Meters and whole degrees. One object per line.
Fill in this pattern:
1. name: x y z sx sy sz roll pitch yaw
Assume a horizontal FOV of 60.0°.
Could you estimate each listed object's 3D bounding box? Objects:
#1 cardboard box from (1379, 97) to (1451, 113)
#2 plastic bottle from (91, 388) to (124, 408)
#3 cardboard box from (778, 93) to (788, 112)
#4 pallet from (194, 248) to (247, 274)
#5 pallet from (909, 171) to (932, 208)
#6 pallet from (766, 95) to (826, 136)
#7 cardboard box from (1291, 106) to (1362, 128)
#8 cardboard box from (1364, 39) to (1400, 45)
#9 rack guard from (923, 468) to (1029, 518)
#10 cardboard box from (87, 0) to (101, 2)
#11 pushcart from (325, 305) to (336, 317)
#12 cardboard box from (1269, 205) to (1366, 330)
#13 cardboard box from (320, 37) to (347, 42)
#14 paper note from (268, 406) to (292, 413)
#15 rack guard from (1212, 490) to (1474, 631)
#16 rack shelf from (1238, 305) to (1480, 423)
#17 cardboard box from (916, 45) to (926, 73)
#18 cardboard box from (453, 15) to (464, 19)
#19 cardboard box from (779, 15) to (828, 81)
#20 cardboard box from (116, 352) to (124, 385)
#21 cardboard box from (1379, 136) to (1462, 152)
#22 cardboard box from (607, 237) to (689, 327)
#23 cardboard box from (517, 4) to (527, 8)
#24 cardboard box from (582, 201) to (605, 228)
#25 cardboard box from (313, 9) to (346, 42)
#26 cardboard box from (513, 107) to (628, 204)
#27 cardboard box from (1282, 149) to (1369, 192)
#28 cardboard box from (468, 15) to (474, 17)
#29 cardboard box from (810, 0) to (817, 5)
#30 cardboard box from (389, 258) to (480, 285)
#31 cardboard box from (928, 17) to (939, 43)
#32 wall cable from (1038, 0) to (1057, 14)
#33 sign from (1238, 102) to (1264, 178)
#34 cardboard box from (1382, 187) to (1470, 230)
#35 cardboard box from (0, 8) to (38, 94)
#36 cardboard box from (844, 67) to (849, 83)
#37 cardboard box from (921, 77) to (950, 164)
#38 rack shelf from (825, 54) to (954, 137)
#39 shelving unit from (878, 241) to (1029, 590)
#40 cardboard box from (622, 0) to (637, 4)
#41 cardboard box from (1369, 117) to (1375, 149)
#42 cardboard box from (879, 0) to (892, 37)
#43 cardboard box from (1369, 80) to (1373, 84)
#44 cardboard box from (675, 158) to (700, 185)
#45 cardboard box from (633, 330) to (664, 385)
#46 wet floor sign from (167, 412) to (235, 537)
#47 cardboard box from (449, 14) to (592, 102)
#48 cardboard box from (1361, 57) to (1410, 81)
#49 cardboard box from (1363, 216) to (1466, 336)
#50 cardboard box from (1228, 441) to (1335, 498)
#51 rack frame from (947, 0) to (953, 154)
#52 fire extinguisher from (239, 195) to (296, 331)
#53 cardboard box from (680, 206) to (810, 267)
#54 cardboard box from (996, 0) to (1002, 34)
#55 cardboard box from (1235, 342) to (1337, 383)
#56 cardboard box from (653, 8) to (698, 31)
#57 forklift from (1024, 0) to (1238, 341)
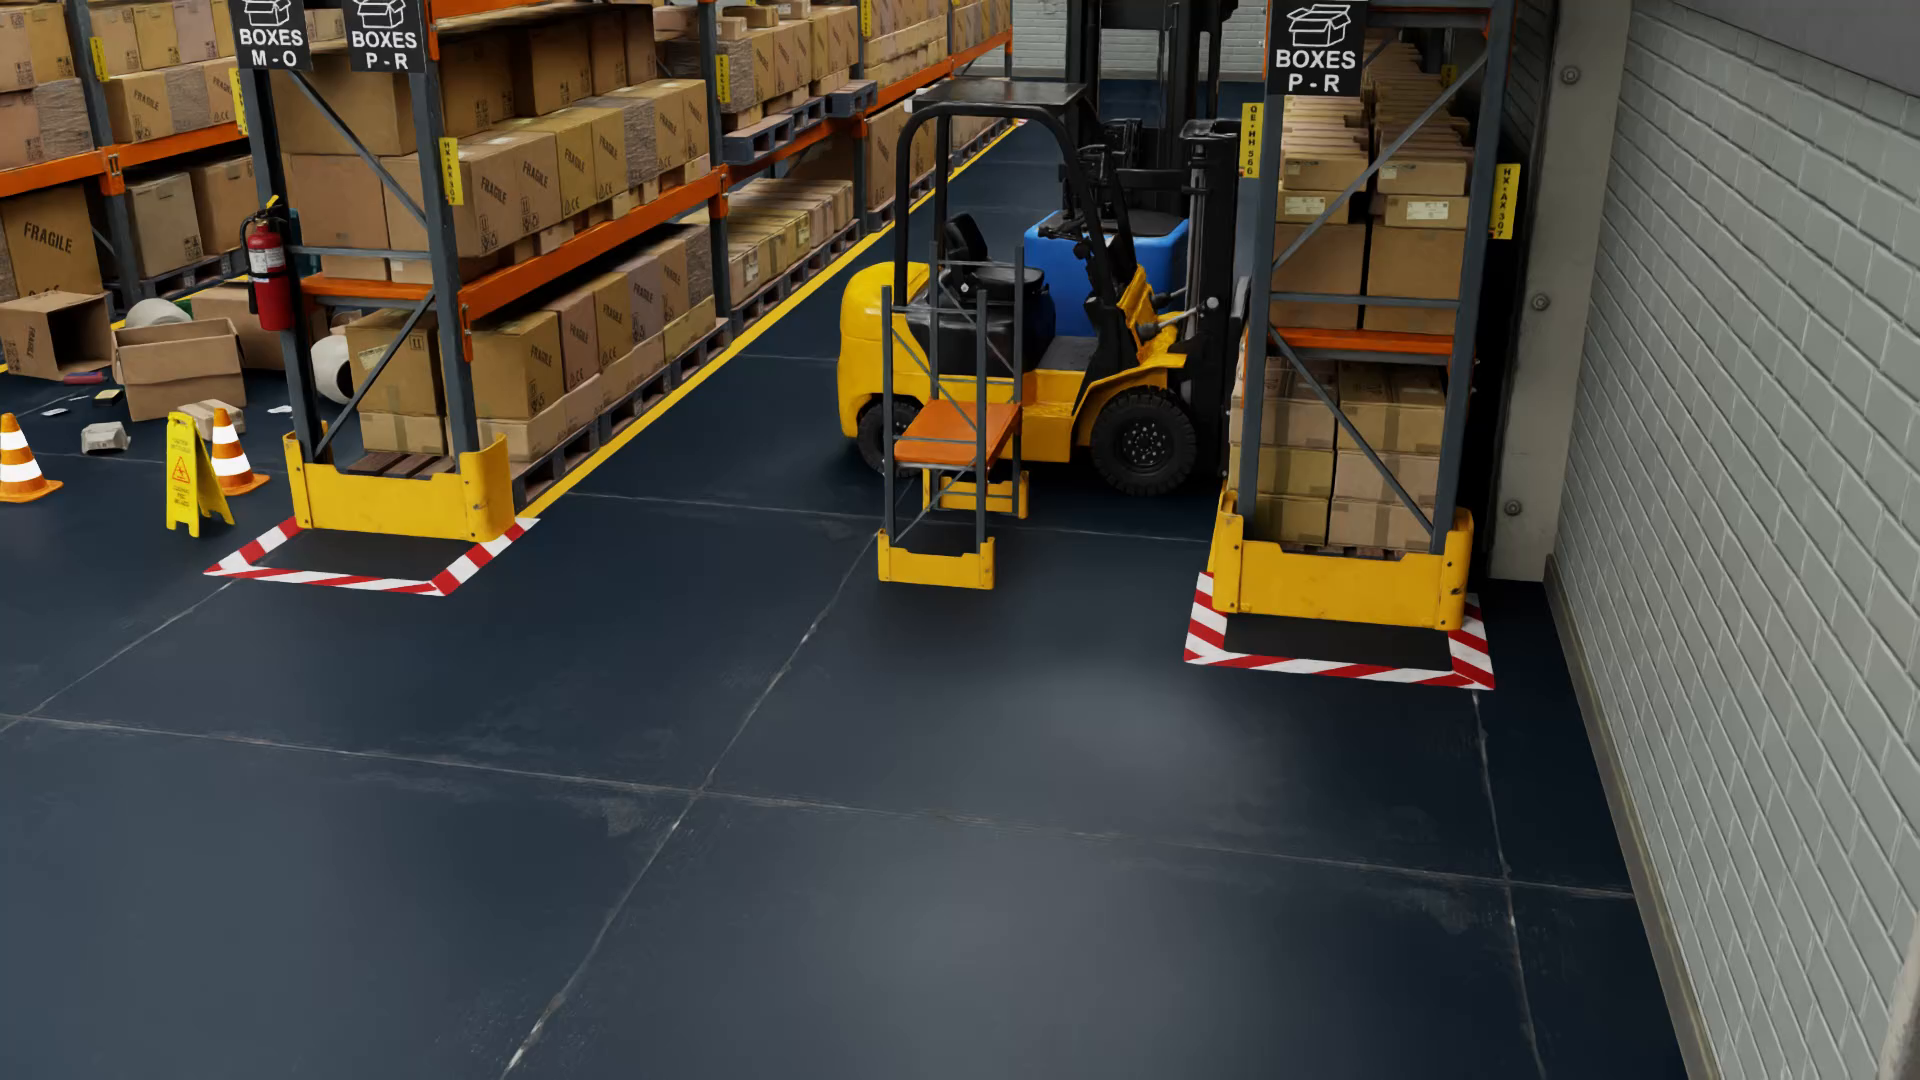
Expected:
1. cardboard box: 2.576 -2.419 9.444 0.380 0.149 0.250 4 22 10
2. plastic bottle: -5.708 -0.960 11.155 0.133 0.061 0.283 -3 22 -8
3. cardboard box: -1.612 -3.554 13.437 0.380 0.149 0.250 5 22 11
4. pallet: -6.758 -2.699 15.272 1.003 0.211 1.213 4 22 11
5. pallet: -0.920 -3.813 18.039 1.003 0.211 1.213 4 22 11
6. pallet: -1.770 -3.563 13.943 1.003 0.211 1.213 4 22 11
7. cardboard box: 1.996 -2.270 9.075 0.380 0.149 0.250 5 22 12
8. cardboard box: 3.586 -4.215 14.302 0.380 0.149 0.250 5 23 13
9. rack guard: 0.086 -0.270 9.190 0.587 0.250 0.087 4 22 11
10. cardboard box: -10.565 -6.625 19.811 0.797 0.503 0.637 5 22 12
11. pushcart: -4.464 -1.856 12.956 1.648 0.377 0.936 -3 22 -8
12. cardboard box: 1.665 -1.323 7.989 0.500 0.500 0.500 4 22 10
13. cardboard box: -6.101 -4.581 16.079 0.500 0.500 0.500 4 22 11
14. paper note: -4.474 -0.868 10.982 0.148 0.019 0.142 13 25 29
15. rack guard: 1.817 0.092 7.956 1.175 0.500 0.348 4 22 11
16. rack shelf: 2.230 -1.474 9.462 1.077 0.370 4.000 4 22 11
17. cardboard box: -0.661 -5.220 18.001 0.500 0.250 0.500 4 22 9
18. cardboard box: -5.667 -5.800 18.217 0.380 0.149 0.250 4 22 10
19. cardboard box: -1.423 -4.196 14.164 0.500 0.500 0.500 3 22 7
20. cardboard box: -5.636 -1.220 11.526 0.396 0.266 0.258 8 23 20
21. cardboard box: 2.226 -1.859 8.054 0.380 0.149 0.250 5 22 12
22. cardboard box: -2.182 -1.761 11.325 0.500 0.500 0.500 5 22 12
23. cardboard box: -5.347 -6.375 19.645 0.380 0.149 0.250 5 23 13
24. cardboard box: -2.401 -2.012 10.169 0.380 0.149 0.250 4 22 9
25. cardboard box: -6.374 -5.066 15.946 0.700 0.500 0.500 4 22 11
26. cardboard box: -2.369 -2.353 10.148 0.500 0.500 0.500 4 22 10
27. cardboard box: 1.688 -1.709 7.681 0.380 0.149 0.250 5 22 11
28. cardboard box: -5.609 -5.756 18.506 0.380 0.149 0.250 5 22 11
29. cardboard box: -1.556 -5.099 16.026 0.500 0.500 0.500 4 22 9
30. cardboard box: -2.766 -1.445 8.764 0.380 0.149 0.250 5 22 11
31. cardboard box: -0.536 -5.641 18.377 0.500 0.250 0.500 5 22 12
32. wall cable: 1.354 -9.855 27.906 0.585 1.953 0.123 4 22 11
33. sign: 1.293 -1.770 7.366 0.100 0.325 0.005 4 22 11
34. cardboard box: 2.145 -1.528 7.630 0.380 0.149 0.250 4 22 10
35. cardboard box: -7.196 -3.485 11.845 0.875 0.550 0.550 4 22 11
36. cardboard box: -1.226 -4.216 15.081 0.380 0.149 0.250 5 22 12
37. cardboard box: -0.638 -4.819 19.085 0.875 0.875 0.875 5 23 13
38. rack shelf: -0.998 -4.777 17.663 1.077 0.370 4.000 4 22 11
39. shelving unit: -0.016 -0.668 8.504 0.587 1.500 1.083 4 22 11
40. cardboard box: -4.684 -7.272 22.362 0.500 0.500 0.500 5 22 11
41. cardboard box: 2.587 -2.378 9.740 0.380 0.149 0.250 5 23 13
42. cardboard box: -0.974 -5.233 16.360 0.500 0.500 0.500 5 22 11
43. cardboard box: 3.026 -3.093 11.516 0.380 0.149 0.250 4 22 9
44. cardboard box: -2.033 -2.567 11.549 0.380 0.149 0.250 5 22 12
45. cardboard box: -2.287 -1.218 10.981 0.500 0.250 0.500 5 22 12
46. wet floor sign: -4.125 -0.374 8.917 0.267 0.644 0.232 13 25 29
47. cardboard box: -2.779 -3.053 10.550 0.700 0.500 0.500 4 22 10
48. cardboard box: 3.291 -3.652 12.905 0.380 0.149 0.250 5 22 12
49. cardboard box: 2.195 -1.283 7.890 0.500 0.500 0.500 5 23 13
50. cardboard box: 1.615 -0.430 8.354 0.500 0.250 0.500 4 22 10
51. rack frame: -0.590 -5.842 19.344 1.000 3.000 0.127 4 22 11
52. fire extinguisher: -3.513 -1.411 8.445 0.296 0.674 0.183 4 22 11
53. cardboard box: -1.834 -2.602 14.254 0.950 0.372 0.625 5 23 13
54. cardboard box: 0.270 -6.972 22.017 0.500 0.500 0.500 4 22 10
55. cardboard box: 1.709 -0.839 8.702 0.500 0.250 0.500 5 22 12
56. cardboard box: -2.221 -4.036 12.896 0.380 0.149 0.250 4 22 9
57. forklift: 1.359 -2.899 12.129 1.130 2.935 3.031 7 23 17
